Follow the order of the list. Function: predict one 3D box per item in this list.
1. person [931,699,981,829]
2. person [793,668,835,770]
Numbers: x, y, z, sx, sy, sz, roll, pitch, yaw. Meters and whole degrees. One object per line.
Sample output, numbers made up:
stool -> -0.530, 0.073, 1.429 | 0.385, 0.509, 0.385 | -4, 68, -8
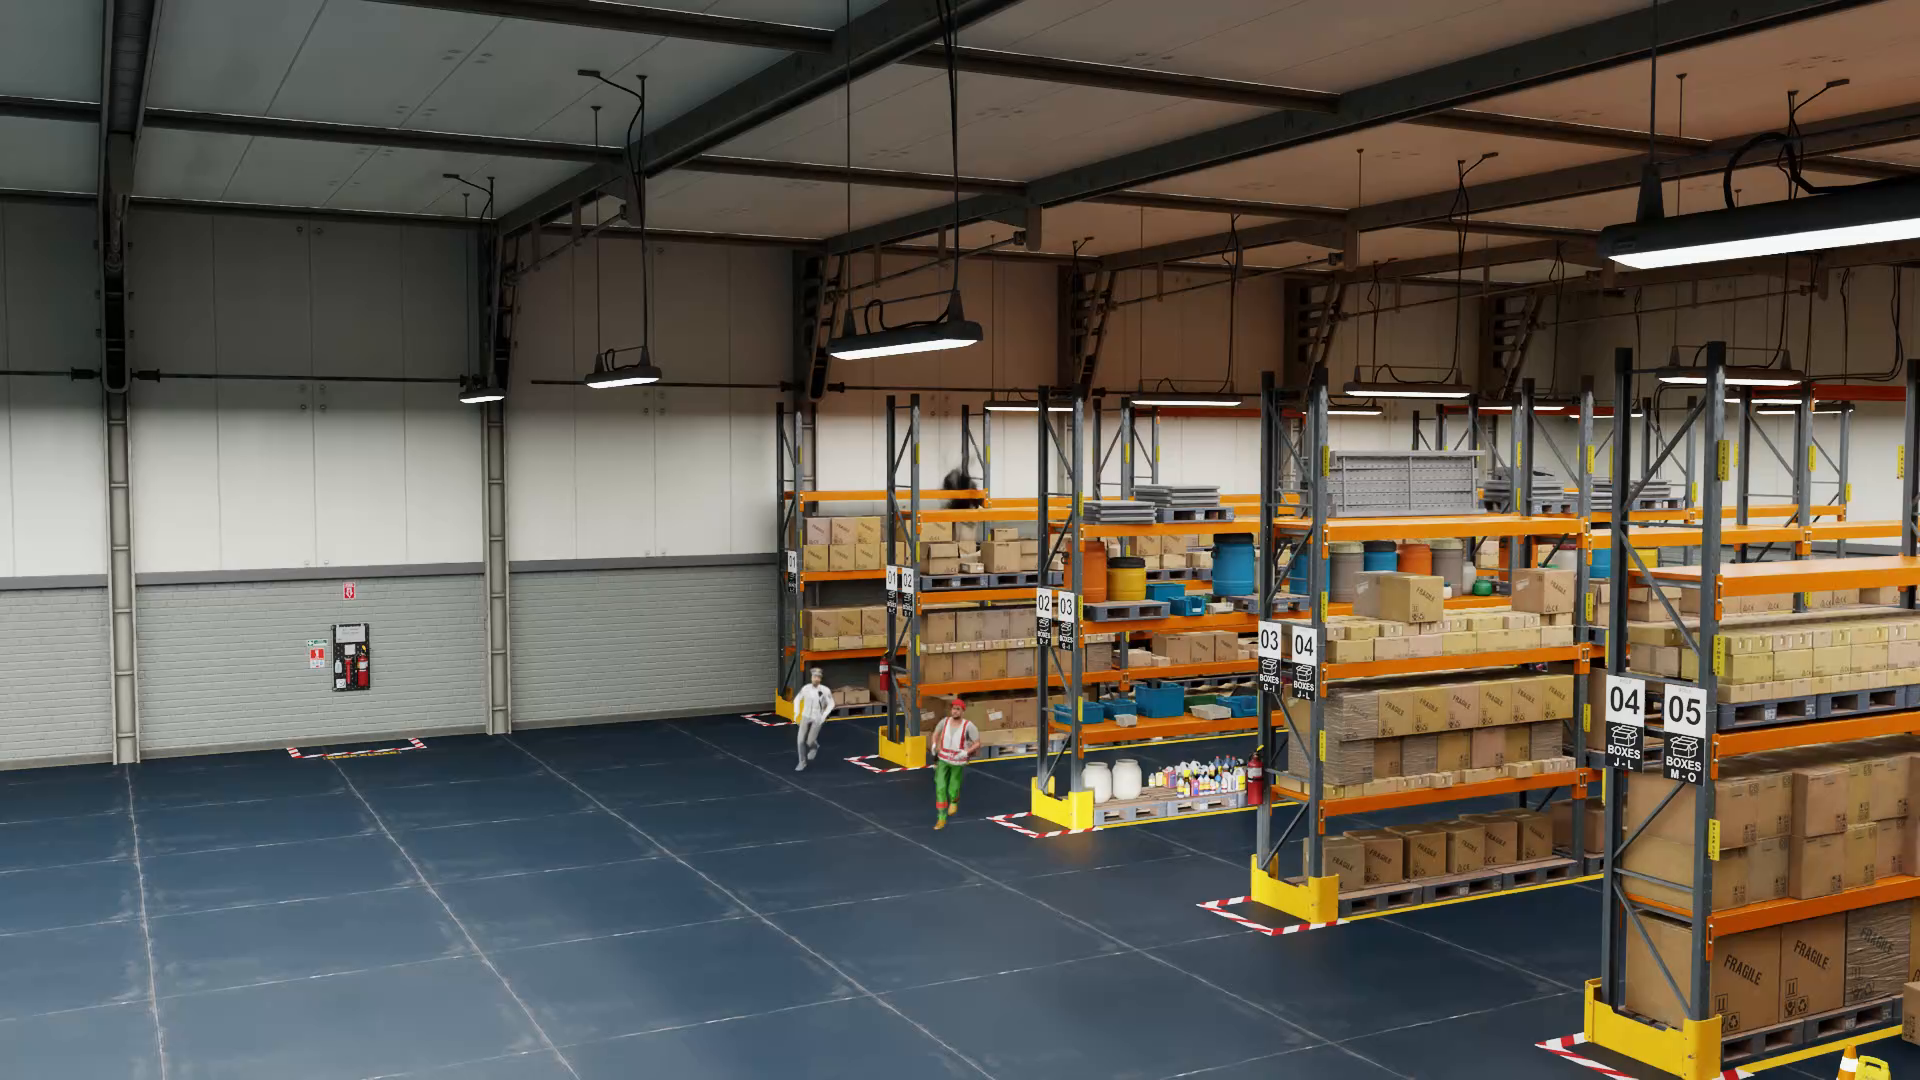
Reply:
person -> -0.060, 3.025, 22.698 | 0.701, 1.741, 0.741 | 1, 3, 19
person -> -2.341, 2.860, 26.669 | 0.662, 1.652, 0.532 | 1, 3, 13
